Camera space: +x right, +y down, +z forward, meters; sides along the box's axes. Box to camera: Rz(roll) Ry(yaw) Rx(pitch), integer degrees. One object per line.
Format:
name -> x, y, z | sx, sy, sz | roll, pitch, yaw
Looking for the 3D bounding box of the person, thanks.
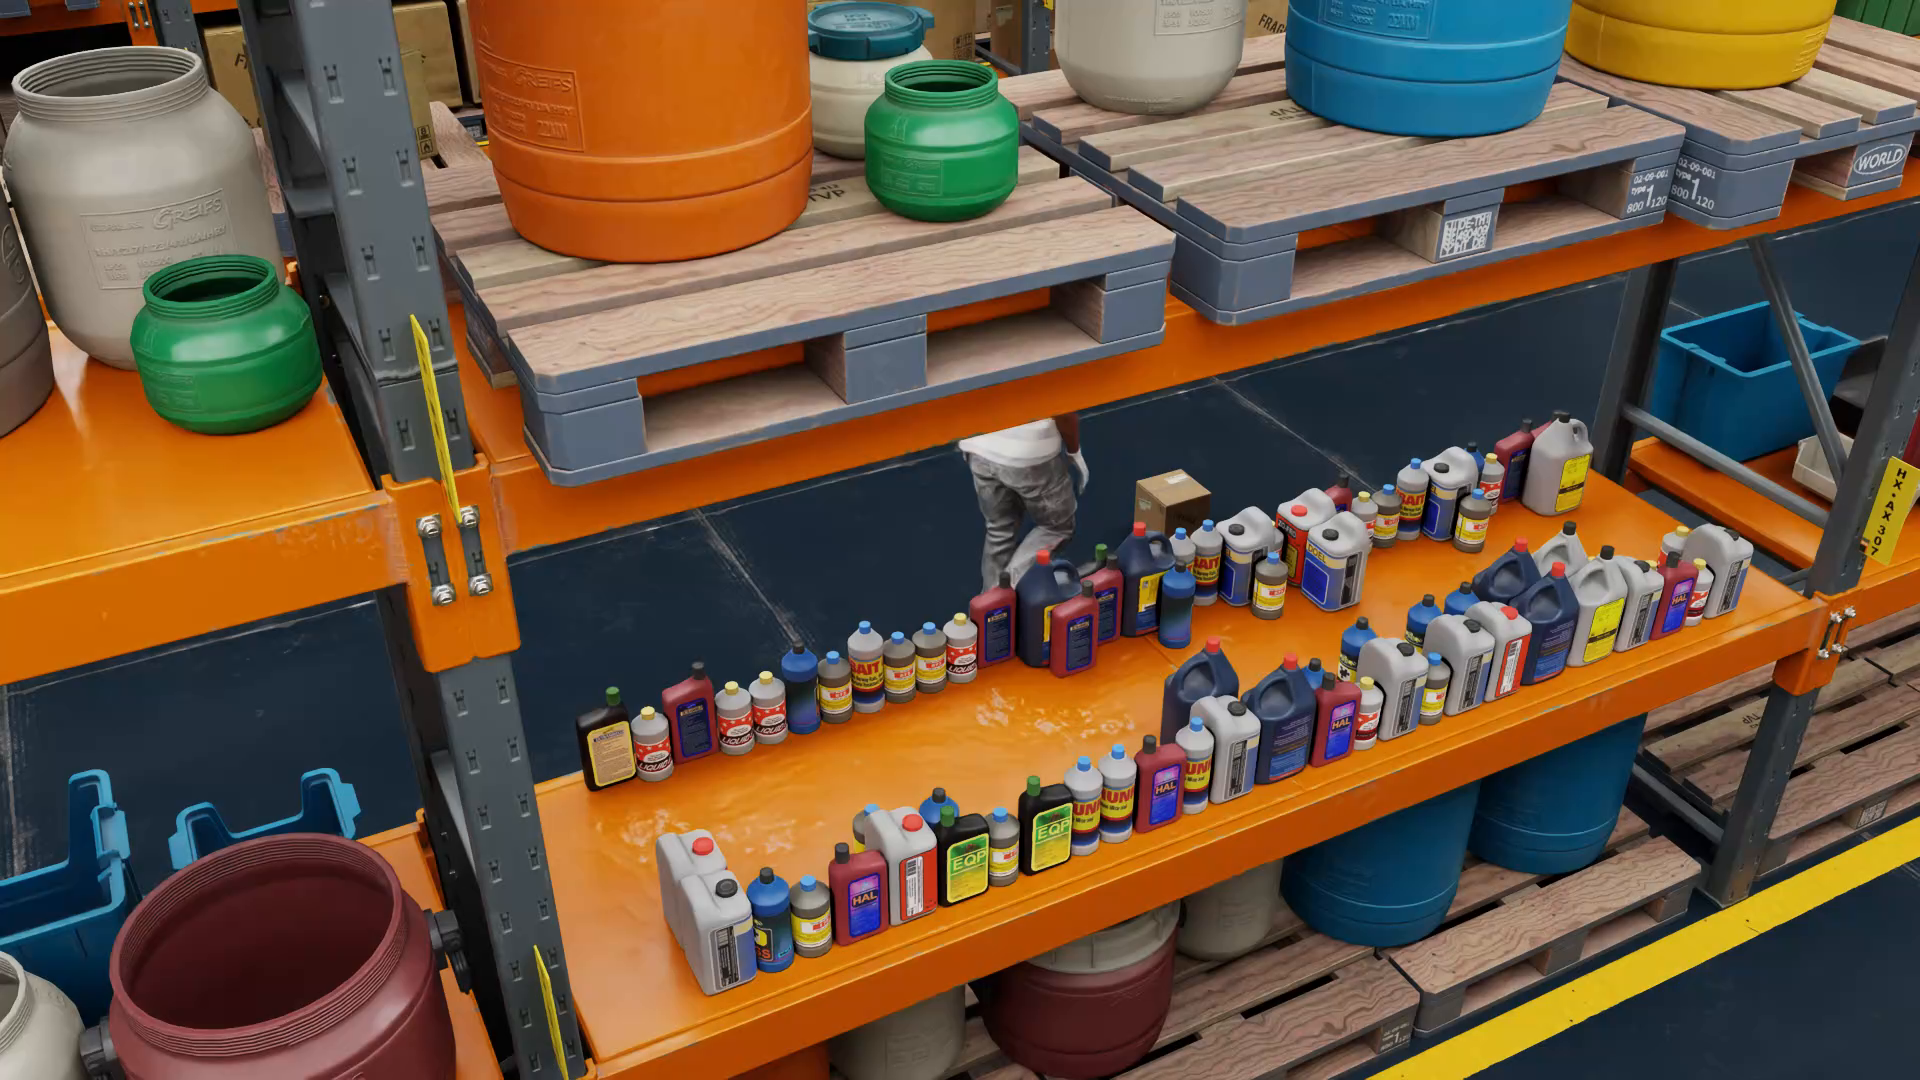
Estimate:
person -> 0.168, -0.341, 6.623 | 0.609, 1.780, 0.553 | 25, 41, 34
